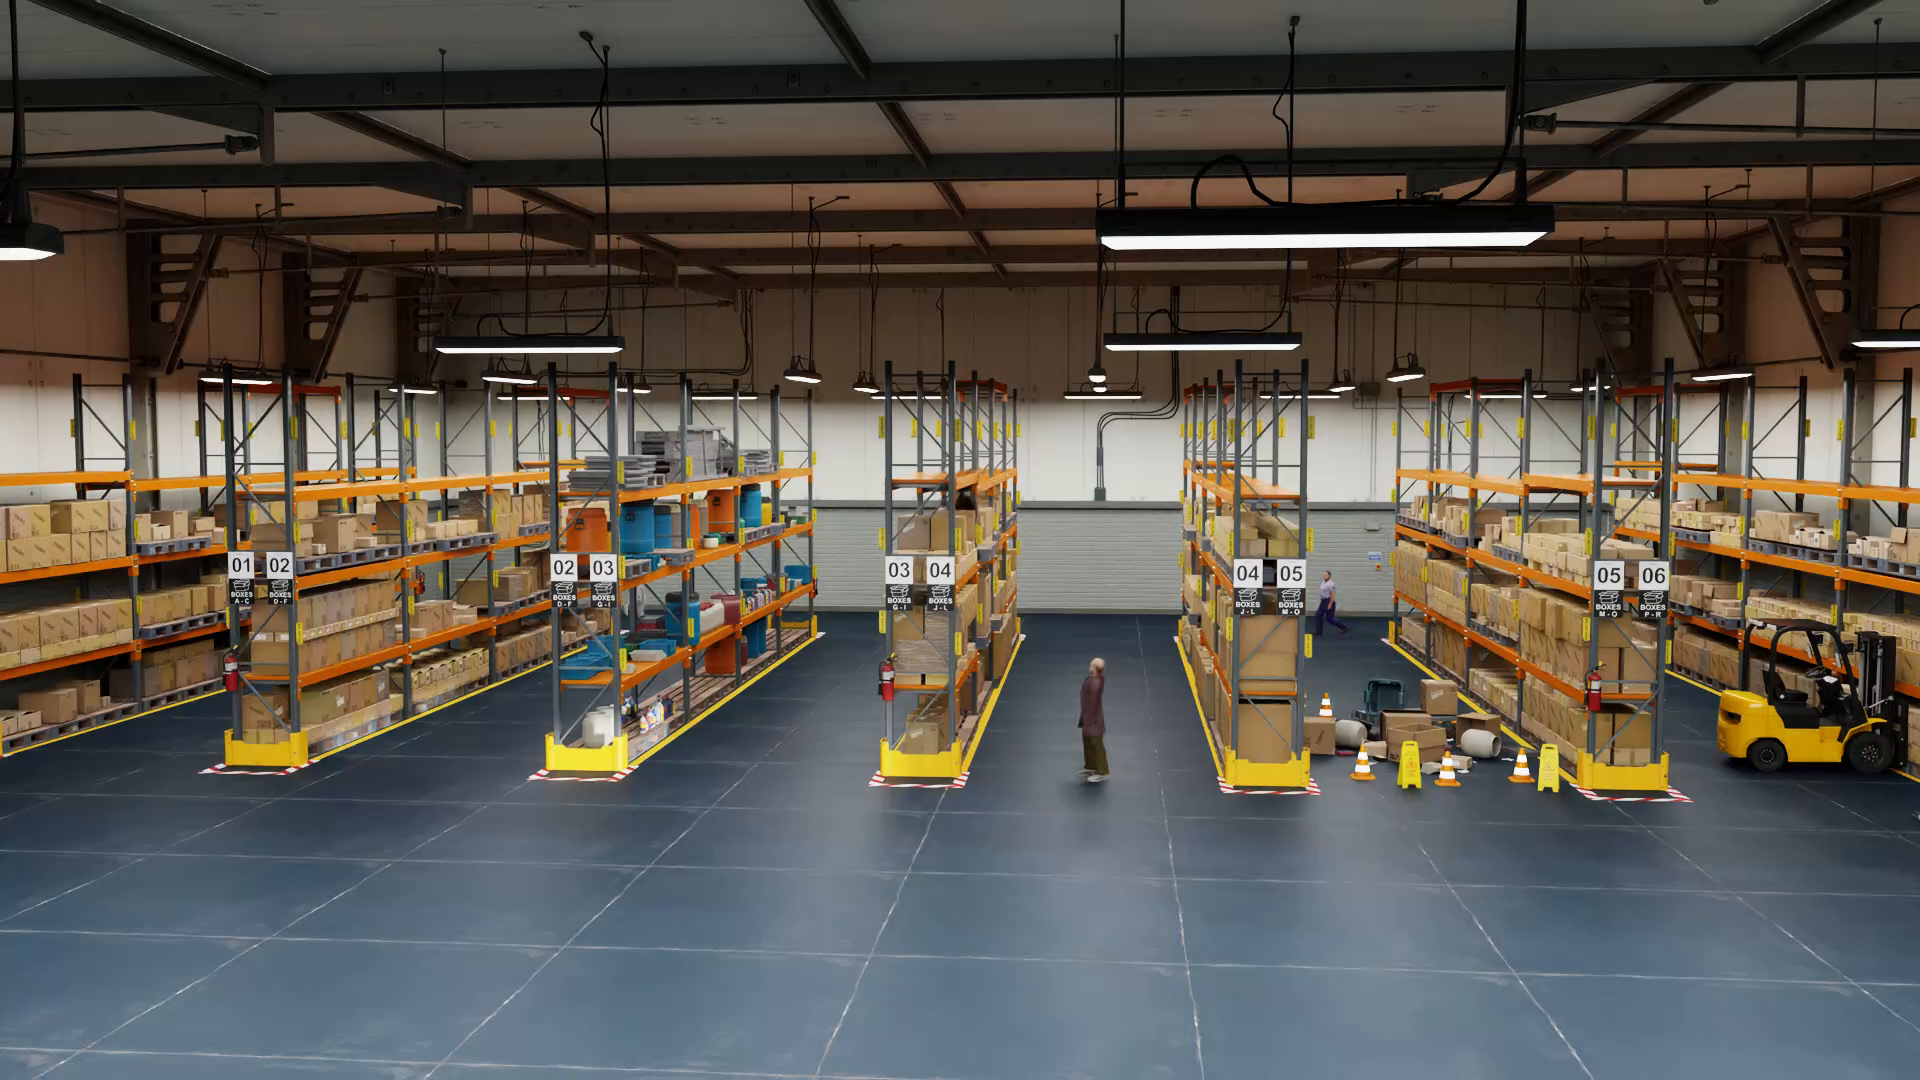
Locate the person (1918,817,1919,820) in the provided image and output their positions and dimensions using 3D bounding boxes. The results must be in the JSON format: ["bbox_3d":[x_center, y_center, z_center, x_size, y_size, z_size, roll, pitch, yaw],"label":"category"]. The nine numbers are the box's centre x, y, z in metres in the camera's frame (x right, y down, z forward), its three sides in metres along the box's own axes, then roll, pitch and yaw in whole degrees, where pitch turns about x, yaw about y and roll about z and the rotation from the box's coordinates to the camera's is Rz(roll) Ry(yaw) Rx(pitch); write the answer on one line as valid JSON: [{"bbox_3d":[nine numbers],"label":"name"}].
[{"bbox_3d":[12.717,2.761,20.898,1.082,1.746,0.519,-1,4,-9],"label":"person"}]

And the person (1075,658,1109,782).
[{"bbox_3d":[1.903,2.549,23.783,0.424,1.780,0.798,-1,4,-10],"label":"person"}]

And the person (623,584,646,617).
[{"bbox_3d":[-8.620,1.203,44.370,0.650,1.749,0.578,1,4,17],"label":"person"}]

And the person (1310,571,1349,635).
[{"bbox_3d":[8.974,1.536,40.409,0.888,1.591,0.514,0,4,2],"label":"person"}]
